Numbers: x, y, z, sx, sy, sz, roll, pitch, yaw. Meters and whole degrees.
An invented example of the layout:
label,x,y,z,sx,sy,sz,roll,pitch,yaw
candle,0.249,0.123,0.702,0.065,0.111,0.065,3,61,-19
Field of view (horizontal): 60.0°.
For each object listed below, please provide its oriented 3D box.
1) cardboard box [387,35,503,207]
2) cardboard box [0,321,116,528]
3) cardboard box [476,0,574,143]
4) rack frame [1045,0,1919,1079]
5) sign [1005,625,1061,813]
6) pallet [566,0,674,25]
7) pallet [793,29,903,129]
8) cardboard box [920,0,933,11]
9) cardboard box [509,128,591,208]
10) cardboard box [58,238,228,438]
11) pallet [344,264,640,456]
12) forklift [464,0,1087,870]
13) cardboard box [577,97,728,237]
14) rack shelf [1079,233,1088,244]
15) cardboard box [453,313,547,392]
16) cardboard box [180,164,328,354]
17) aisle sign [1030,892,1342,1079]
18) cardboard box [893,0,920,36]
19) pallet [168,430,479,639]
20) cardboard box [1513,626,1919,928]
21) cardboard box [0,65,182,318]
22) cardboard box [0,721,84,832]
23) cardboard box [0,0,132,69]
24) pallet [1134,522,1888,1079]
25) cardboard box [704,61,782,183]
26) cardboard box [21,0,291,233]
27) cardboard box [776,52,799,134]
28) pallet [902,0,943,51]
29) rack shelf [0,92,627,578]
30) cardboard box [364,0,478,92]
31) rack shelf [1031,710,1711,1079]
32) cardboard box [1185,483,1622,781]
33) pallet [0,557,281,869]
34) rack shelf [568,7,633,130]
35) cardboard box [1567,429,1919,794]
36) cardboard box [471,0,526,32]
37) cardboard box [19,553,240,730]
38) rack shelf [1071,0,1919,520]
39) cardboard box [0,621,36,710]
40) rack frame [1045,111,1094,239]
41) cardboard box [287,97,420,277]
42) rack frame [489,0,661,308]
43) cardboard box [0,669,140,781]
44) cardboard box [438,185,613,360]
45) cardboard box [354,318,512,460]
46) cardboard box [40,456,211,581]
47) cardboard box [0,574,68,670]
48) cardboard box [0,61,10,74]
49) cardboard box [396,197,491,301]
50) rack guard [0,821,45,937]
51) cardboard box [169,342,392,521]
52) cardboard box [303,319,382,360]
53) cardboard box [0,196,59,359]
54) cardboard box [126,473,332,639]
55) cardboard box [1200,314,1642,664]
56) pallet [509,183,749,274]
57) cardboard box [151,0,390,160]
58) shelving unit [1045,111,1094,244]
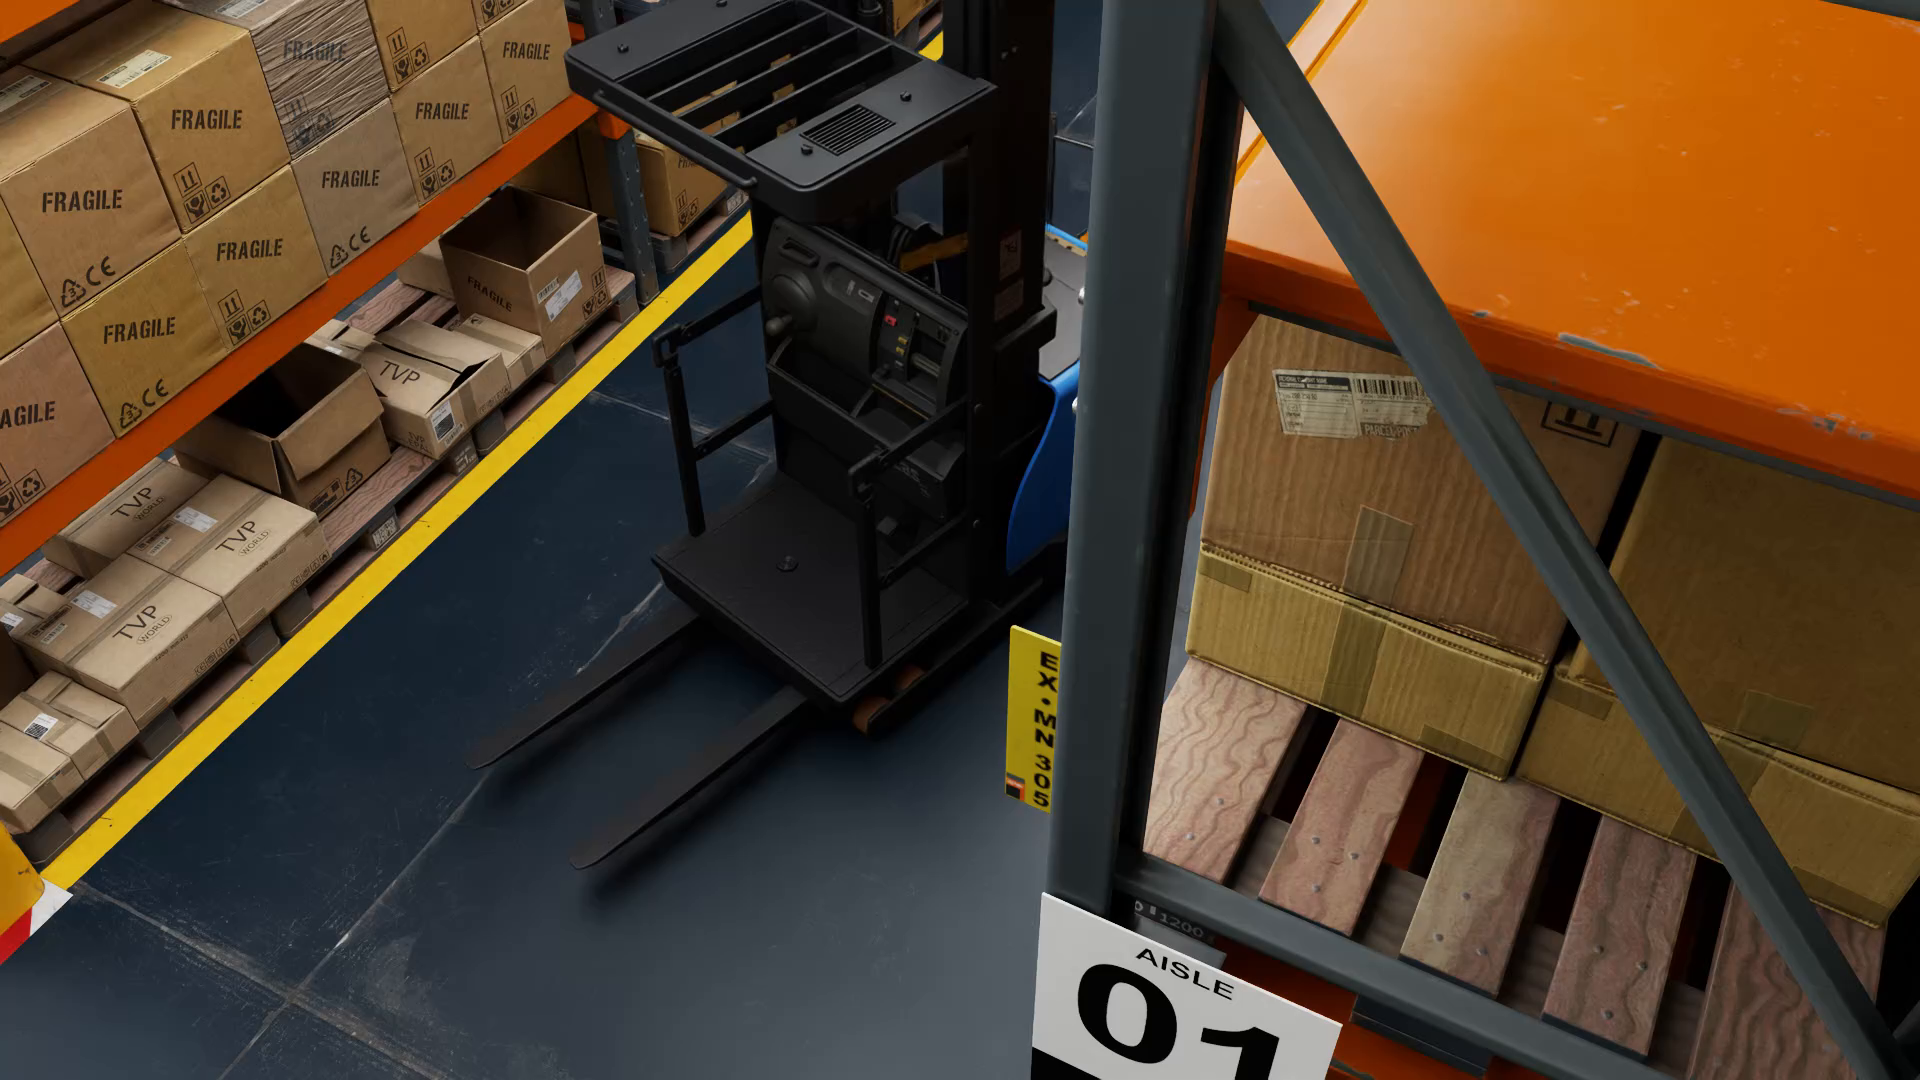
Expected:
label,x,y,z,sx,sy,sz,roll,pitch,yaw
cardboard box,-2.198,-1.708,6.539,0.500,0.500,0.500,22,49,20
cardboard box,-3.137,-0.432,5.278,0.500,0.500,0.500,20,49,19
cardboard box,-1.960,-2.033,6.860,0.500,0.500,0.500,21,49,20
rack frame,0.578,-0.354,1.053,1.000,3.000,0.127,20,49,19
sign,0.103,0.229,2.018,0.100,0.325,0.005,20,49,19
pallet,-1.487,-2.798,7.821,1.003,0.211,1.213,20,49,19
pallet,-1.046,-2.714,9.564,1.003,0.211,1.213,20,49,19
cardboard box,-0.324,-3.527,9.855,0.500,0.500,0.500,22,49,21
cardboard box,-1.980,-2.079,8.424,0.500,0.500,0.500,20,49,19
cardboard box,-2.902,-0.748,5.590,0.500,0.500,0.500,20,49,19
pallet,-2.275,-0.985,7.855,1.003,0.211,1.213,20,49,19
forklift,-0.493,-0.704,5.664,1.130,2.935,3.031,34,54,29
cardboard box,-1.515,-1.898,8.245,0.500,0.500,0.500,18,48,17
rack shelf,0.805,-1.277,7.491,0.538,0.185,1.000,21,49,20
cardboard box,-2.089,-0.842,7.448,0.380,0.149,0.250,20,49,19
cardboard box,-2.668,-1.062,5.900,0.500,0.500,0.500,21,49,20
aisle sign,0.278,0.788,2.315,0.394,0.787,0.004,20,49,19
cardboard box,-0.565,-3.201,9.533,0.500,0.500,0.500,19,48,18
pallet,-2.840,-0.214,7.093,1.003,0.211,1.213,20,49,19
cardboard box,1.134,0.192,2.362,0.500,0.250,0.500,23,50,21
cardboard box,-2.900,-1.103,5.237,0.500,0.500,0.500,21,49,20
cardboard box,-3.313,0.819,5.806,0.380,0.149,0.250,20,49,19
cardboard box,-3.140,-1.606,5.735,0.500,0.500,0.500,22,49,20
pallet,0.913,0.261,2.616,1.003,0.211,1.213,20,49,19
cardboard box,-1.277,-2.238,8.581,0.500,0.500,0.500,21,49,20
cardboard box,-2.665,-1.423,5.554,0.500,0.500,0.500,20,49,19
cardboard box,-1.038,-2.550,8.890,0.500,0.500,0.500,21,49,20
pallet,-0.478,-3.480,10.321,1.003,0.211,1.213,20,49,19
rack shelf,-2.883,-0.885,6.301,1.077,0.370,4.000,20,49,19
cardboard box,-2.196,-2.057,6.180,0.500,0.500,0.500,20,49,18
rack shelf,1.506,-0.306,3.620,1.077,0.370,4.000,20,49,19
cardboard box,0.682,0.022,2.530,0.500,0.250,0.500,22,49,20
pallet,-3.407,0.552,6.336,1.003,0.211,1.213,20,49,19
rack shelf,-1.027,-3.405,8.792,1.077,0.370,4.000,20,49,19
cardboard box,1.130,-0.073,2.097,0.500,0.500,0.500,19,48,18
cardboard box,-1.960,-2.380,6.500,0.500,0.500,0.500,21,49,19
cardboard box,-3.076,0.370,6.179,0.500,0.250,0.500,20,49,19
rack shelf,1.506,-1.220,2.696,1.077,0.370,4.000,20,49,19
cardboard box,-3.778,0.422,5.952,0.500,0.500,0.500,20,49,19
rack frame,0.562,-1.086,7.049,0.500,1.500,0.032,21,49,20
cardboard box,-2.434,-1.384,6.218,0.500,0.500,0.500,22,49,20
rack frame,-1.955,-2.398,7.291,1.000,3.000,0.127,20,49,19
cardboard box,-3.197,0.655,5.956,0.380,0.166,0.250,20,49,19
cardboard box,-1.968,-1.221,7.576,0.500,0.500,0.500,20,49,19
cardboard box,-2.316,-0.682,7.176,0.500,0.311,0.500,20,49,19
cardboard box,-3.310,-0.079,6.622,0.500,0.250,0.500,20,49,19
cardboard box,-3.510,0.314,6.293,0.380,0.166,0.250,20,49,19
cardboard box,-3.378,-1.283,5.415,0.500,0.500,0.500,22,49,20
cardboard box,-2.341,-1.414,7.900,0.500,0.311,0.500,20,49,19
rack guard,-3.777,0.953,5.737,1.175,0.500,0.348,20,49,19
cardboard box,-2.823,-0.490,6.851,0.797,0.503,0.637,20,49,19
cardboard box,-2.734,-0.815,7.409,0.380,0.166,0.250,20,49,19
cardboard box,-3.136,-0.789,4.927,0.500,0.500,0.500,21,49,19
cardboard box,-2.844,0.055,6.490,0.500,0.250,0.500,20,49,19
cardboard box,0.676,-0.244,2.266,0.500,0.500,0.500,20,49,19
pallet,-1.611,-1.943,8.801,1.003,0.211,1.213,20,49,19
cardboard box,-2.430,-1.739,5.867,0.500,0.500,0.500,21,49,19
shelving unit,0.800,-1.398,7.357,0.587,1.500,1.083,21,49,20
